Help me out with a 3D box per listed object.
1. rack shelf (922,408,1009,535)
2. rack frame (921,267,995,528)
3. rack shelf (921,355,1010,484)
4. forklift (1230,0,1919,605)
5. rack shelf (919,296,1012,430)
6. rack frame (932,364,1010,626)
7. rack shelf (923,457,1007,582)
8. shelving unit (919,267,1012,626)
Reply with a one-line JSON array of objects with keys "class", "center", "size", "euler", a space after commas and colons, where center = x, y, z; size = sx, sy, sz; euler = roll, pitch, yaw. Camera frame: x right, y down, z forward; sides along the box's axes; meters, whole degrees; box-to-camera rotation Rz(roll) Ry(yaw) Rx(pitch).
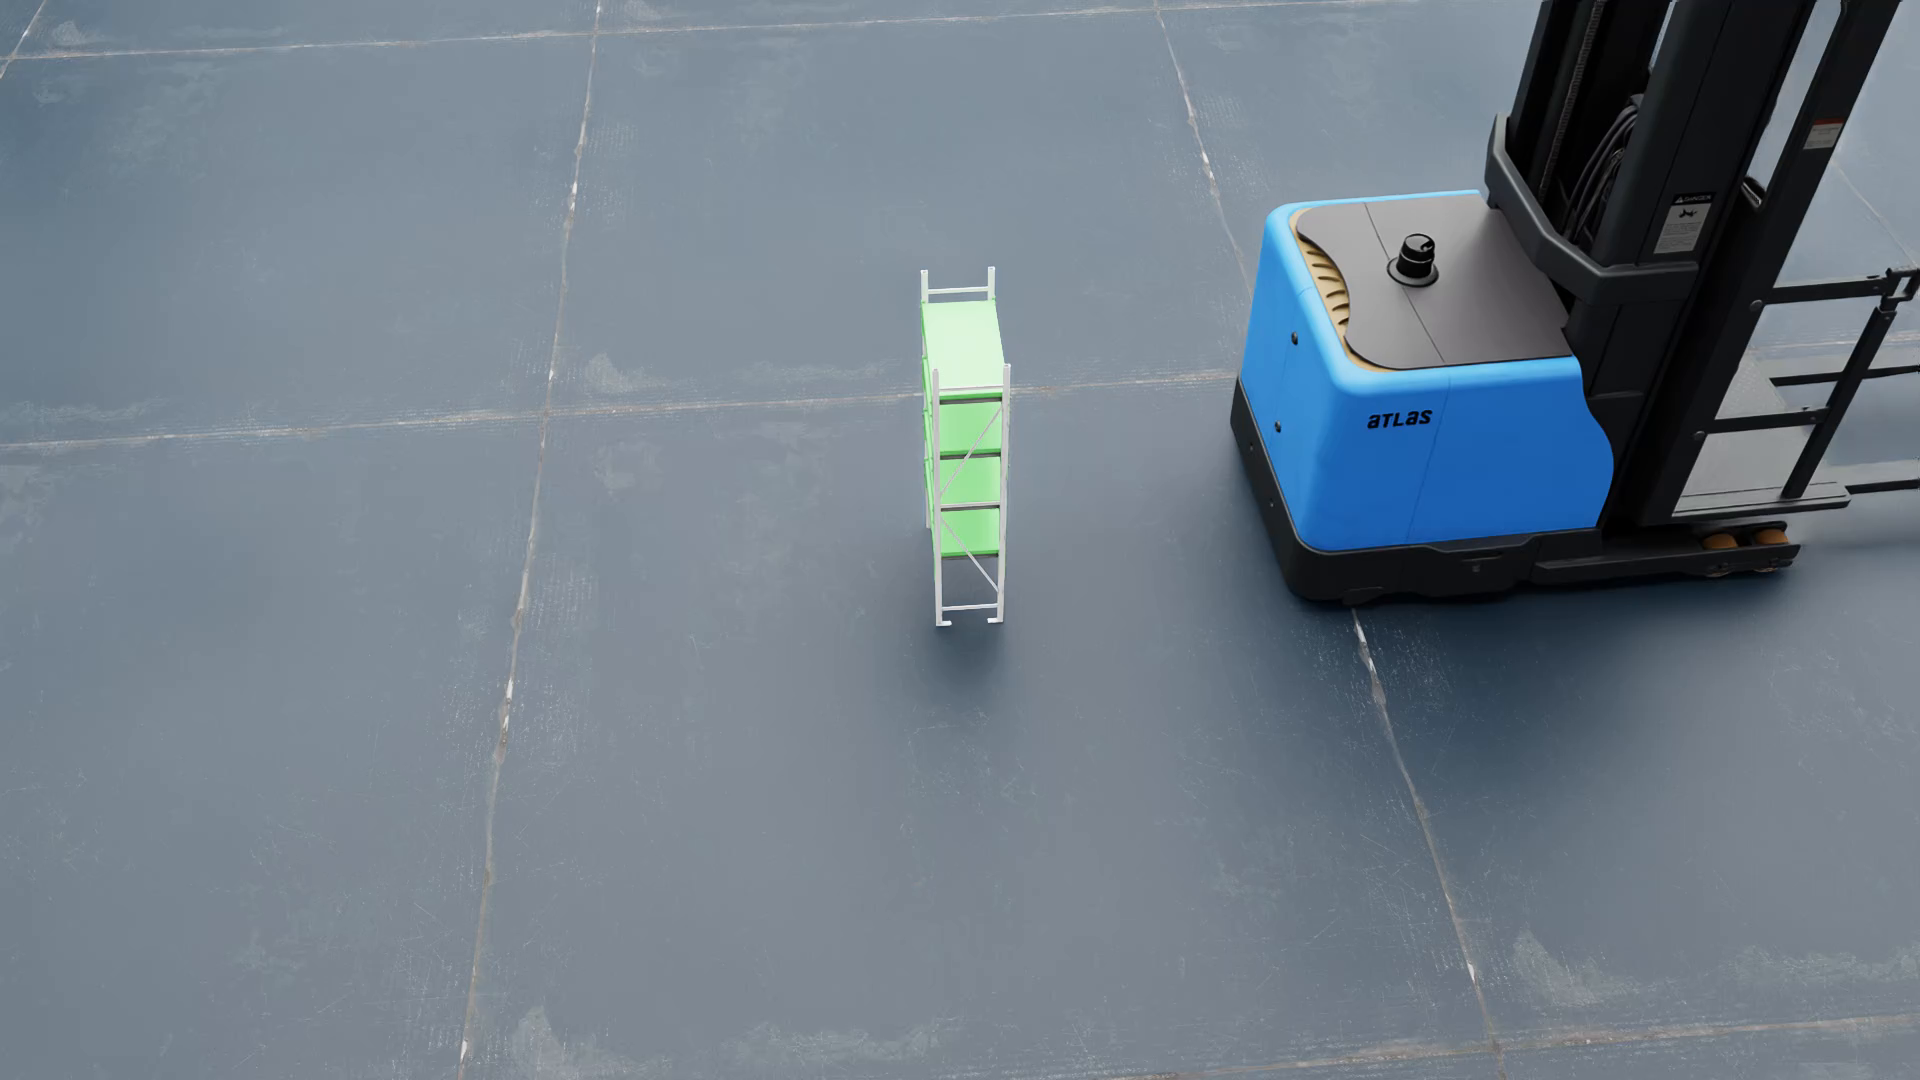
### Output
[{"class": "rack shelf", "center": [0.014, -0.249, 5.747], "size": [0.258, 0.148, 0.480], "euler": [-3, 47, -3]}, {"class": "rack frame", "center": [-0.007, -0.469, 5.868], "size": [0.240, 1.200, 0.015], "euler": [-3, 47, -3]}, {"class": "rack shelf", "center": [0.014, -0.414, 5.573], "size": [0.258, 0.148, 0.480], "euler": [-3, 47, -3]}, {"class": "forklift", "center": [2.626, -1.250, 5.415], "size": [3.031, 2.935, 1.130], "euler": [-5, 47, -5]}, {"class": "rack shelf", "center": [0.014, -0.579, 5.399], "size": [0.258, 0.148, 0.480], "euler": [-3, 47, -3]}, {"class": "rack frame", "center": [0.034, -0.116, 5.534], "size": [0.240, 1.200, 0.015], "euler": [-3, 47, -3]}, {"class": "rack shelf", "center": [0.014, -0.084, 5.922], "size": [0.258, 0.148, 0.480], "euler": [-3, 47, -3]}, {"class": "shelving unit", "center": [0.014, -0.293, 5.701], "size": [0.258, 1.200, 0.503], "euler": [-3, 47, -3]}]
